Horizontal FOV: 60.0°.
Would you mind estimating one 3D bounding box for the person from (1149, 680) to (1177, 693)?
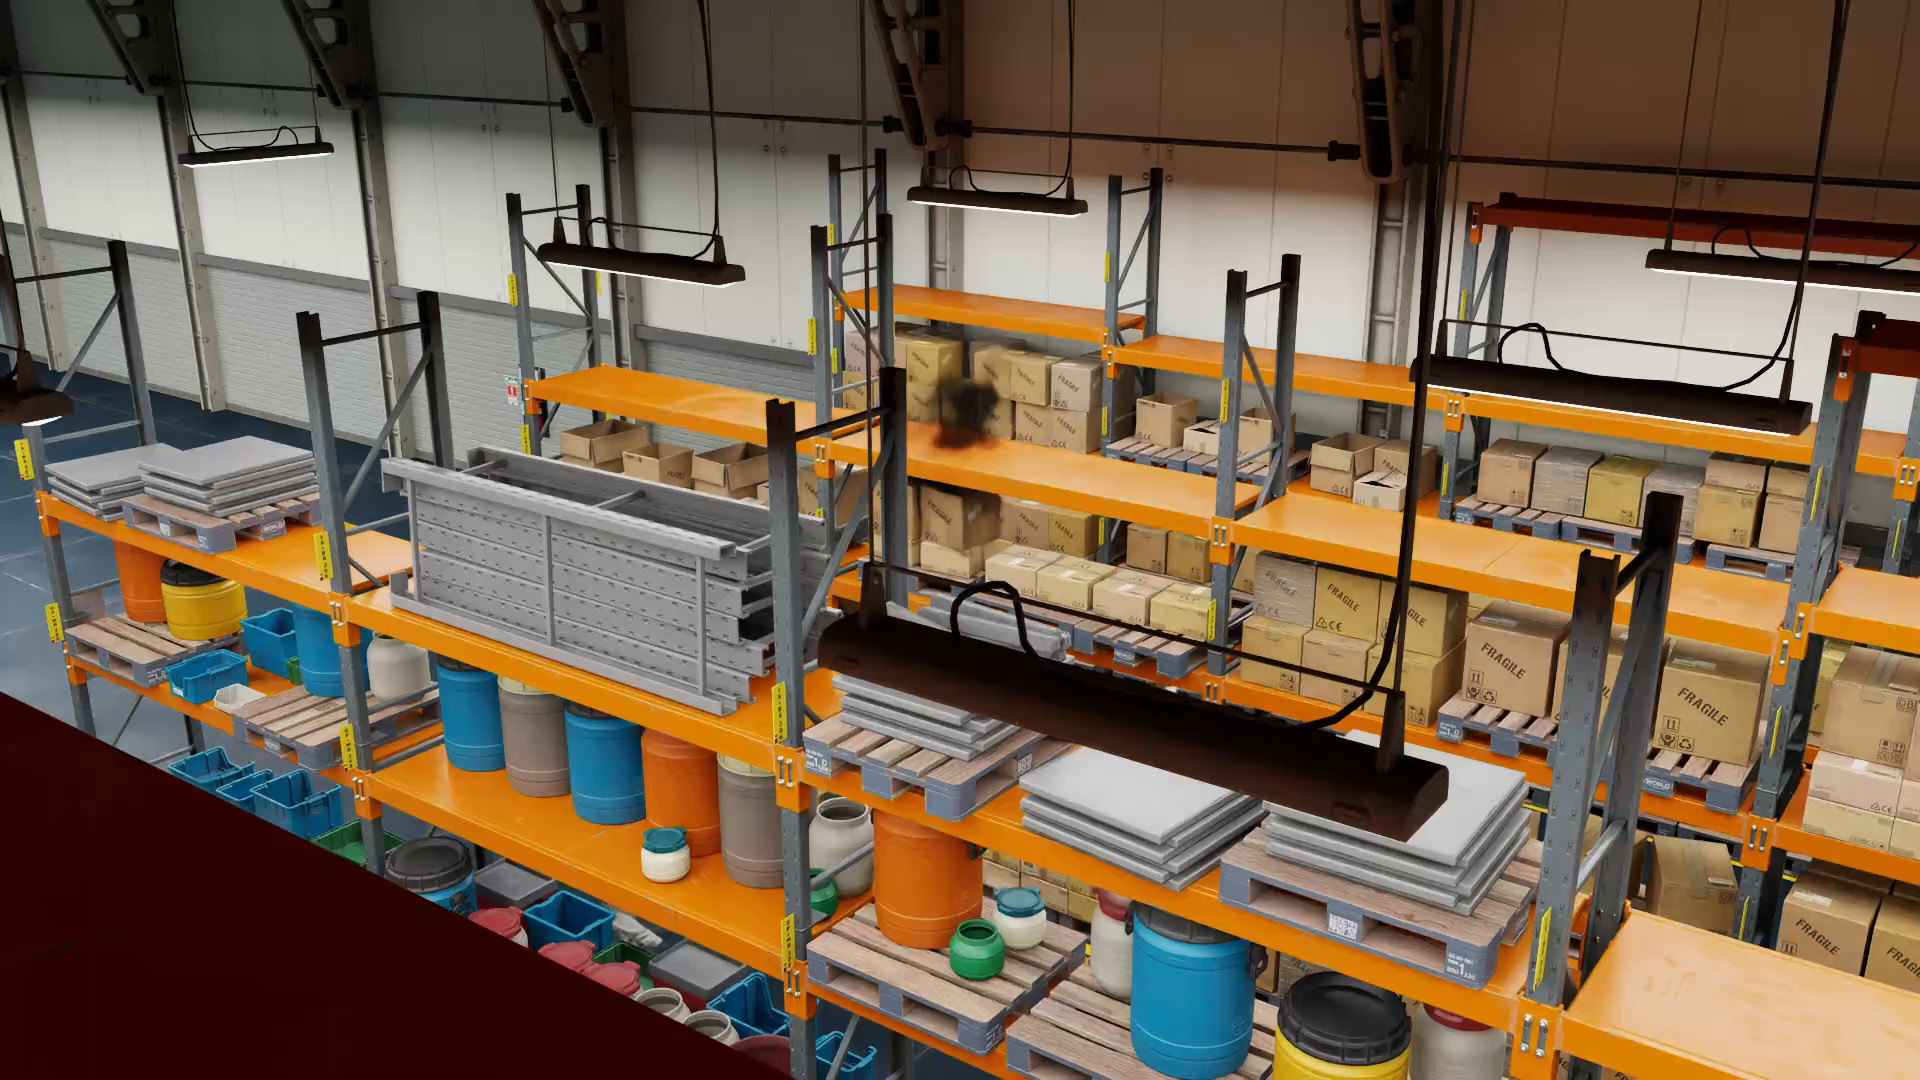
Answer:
[{"bbox_3d":[1.939,2.045,16.221,0.873,1.783,0.656,11,21,29],"label":"person"}]

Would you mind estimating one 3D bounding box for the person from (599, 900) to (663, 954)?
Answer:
[{"bbox_3d":[-2.774,2.793,14.014,0.667,1.735,0.685,8,20,23],"label":"person"}]
